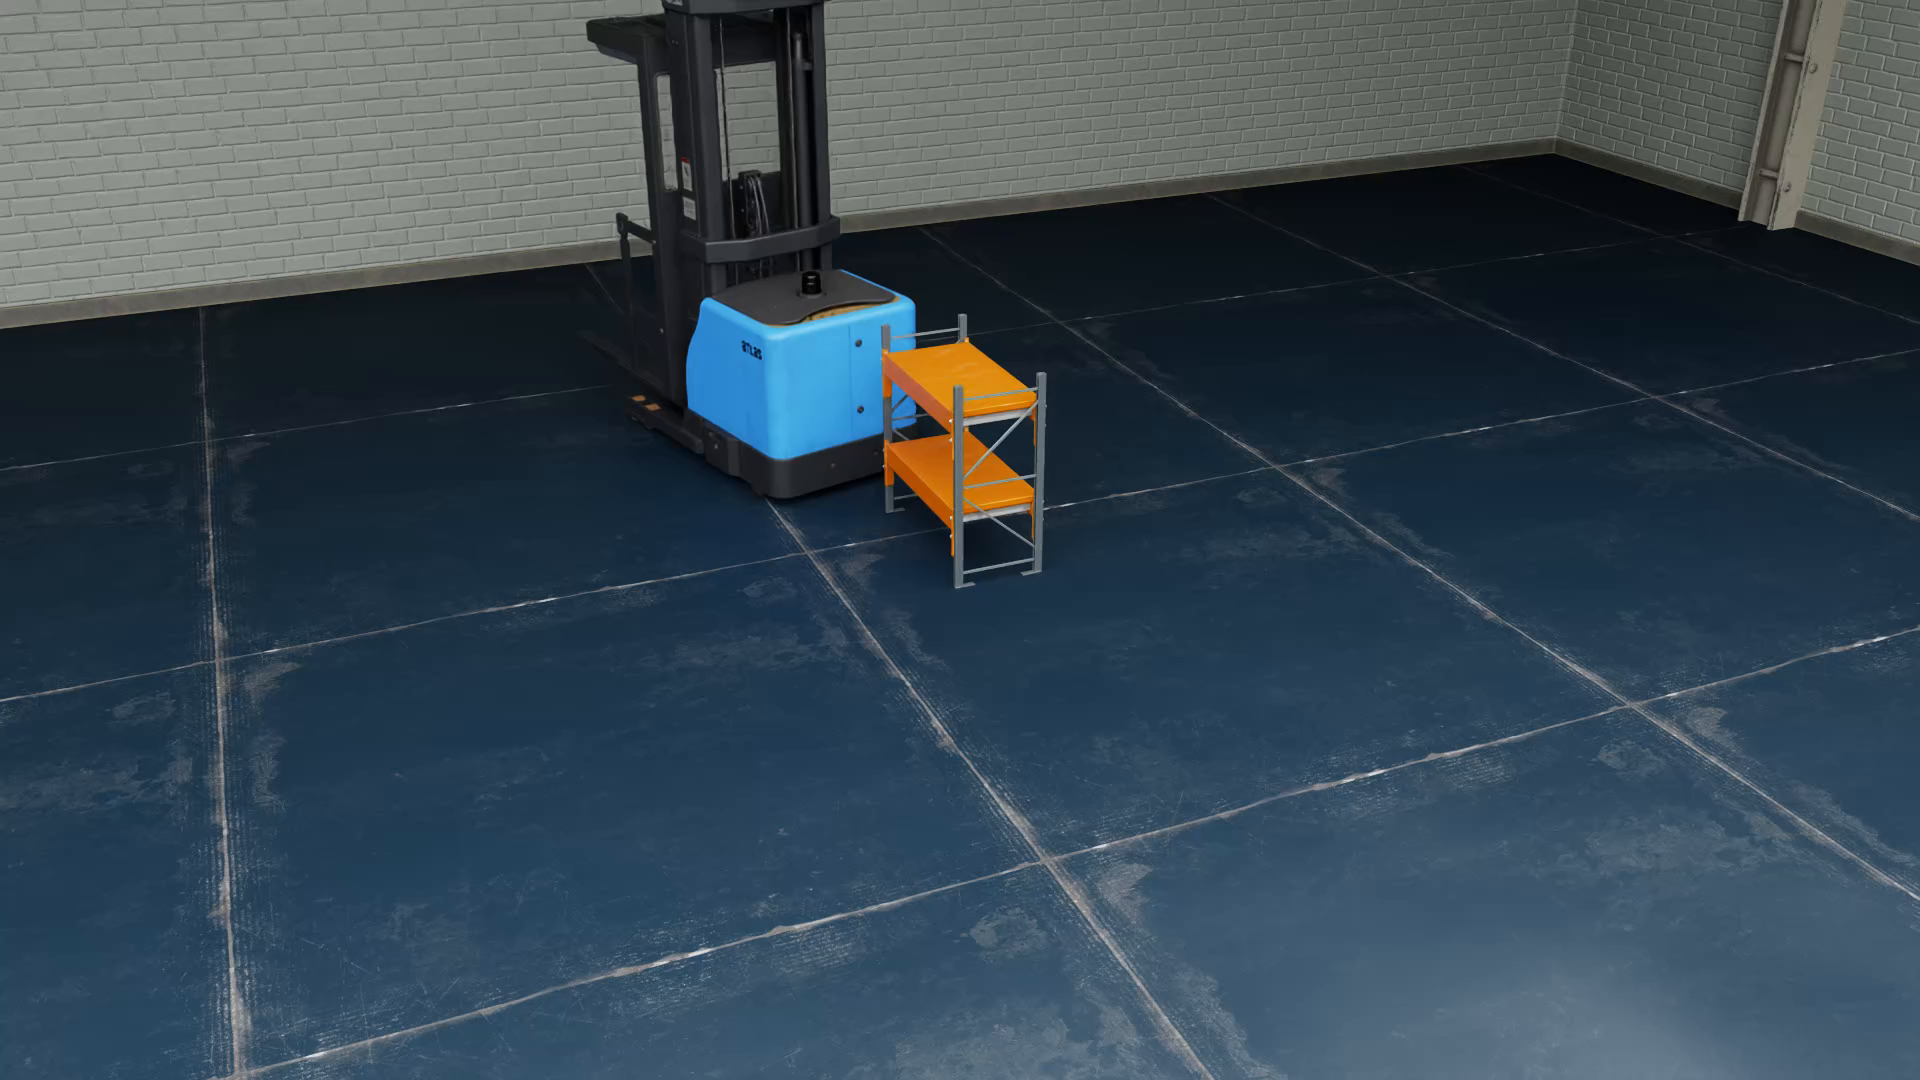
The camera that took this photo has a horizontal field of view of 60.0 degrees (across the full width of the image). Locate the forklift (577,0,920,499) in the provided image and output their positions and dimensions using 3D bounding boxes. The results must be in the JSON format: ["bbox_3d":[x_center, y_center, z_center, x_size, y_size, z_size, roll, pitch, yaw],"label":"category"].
[{"bbox_3d":[-1.531,-2.141,10.294,1.130,2.935,3.031,-18,31,-33],"label":"forklift"}]

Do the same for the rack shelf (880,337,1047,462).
[{"bbox_3d":[0.003,-0.766,8.869,0.538,0.278,1.000,-11,28,-21],"label":"rack shelf"}]

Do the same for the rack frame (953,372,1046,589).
[{"bbox_3d":[0.202,-0.298,8.577,0.500,1.125,0.032,-11,28,-21],"label":"rack frame"}]

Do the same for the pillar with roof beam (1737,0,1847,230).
[{"bbox_3d":[3.398,-6.195,11.682,9.100,9.000,0.400,-11,28,-21],"label":"pillar with roof beam"}]

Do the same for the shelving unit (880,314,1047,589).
[{"bbox_3d":[0.003,-0.503,8.998,0.538,1.125,1.048,-11,28,-21],"label":"shelving unit"}]

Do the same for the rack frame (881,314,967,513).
[{"bbox_3d":[-0.196,-0.708,9.418,0.500,1.125,0.032,-11,28,-21],"label":"rack frame"}]

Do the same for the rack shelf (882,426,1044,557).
[{"bbox_3d":[0.003,-0.283,9.105,0.538,0.278,1.000,-11,28,-21],"label":"rack shelf"}]
